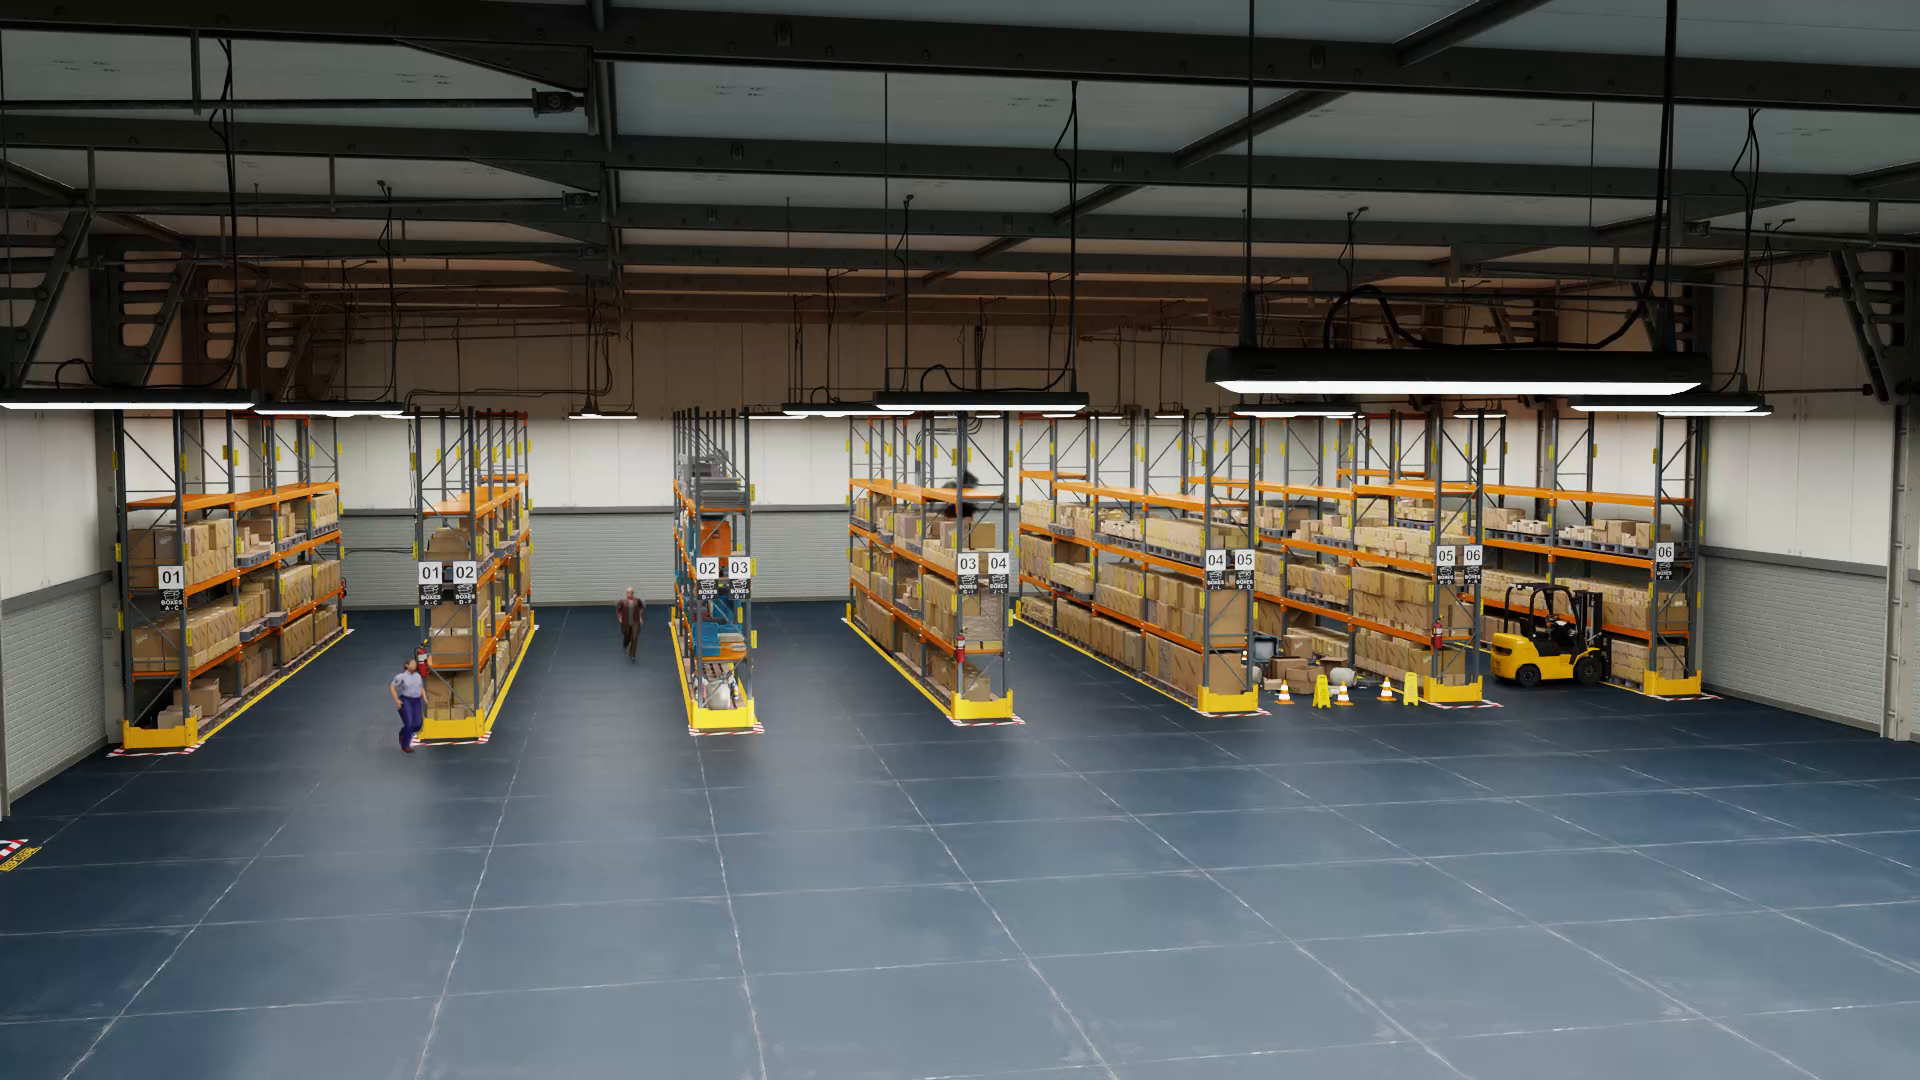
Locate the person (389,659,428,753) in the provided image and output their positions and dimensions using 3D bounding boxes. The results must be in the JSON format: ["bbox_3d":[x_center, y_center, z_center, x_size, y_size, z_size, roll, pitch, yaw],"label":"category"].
[{"bbox_3d":[-9.601,2.873,29.020,0.544,1.597,0.660,3,5,38],"label":"person"}]

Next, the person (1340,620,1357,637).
[{"bbox_3d":[10.054,1.816,42.918,0.662,1.676,0.638,-1,4,-11],"label":"person"}]

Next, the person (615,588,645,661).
[{"bbox_3d":[-7.938,2.011,40.042,0.702,1.743,0.846,-1,4,-17],"label":"person"}]

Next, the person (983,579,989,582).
[{"bbox_3d":[0.843,1.537,46.640,0.670,1.775,0.896,0,4,-4],"label":"person"}]
